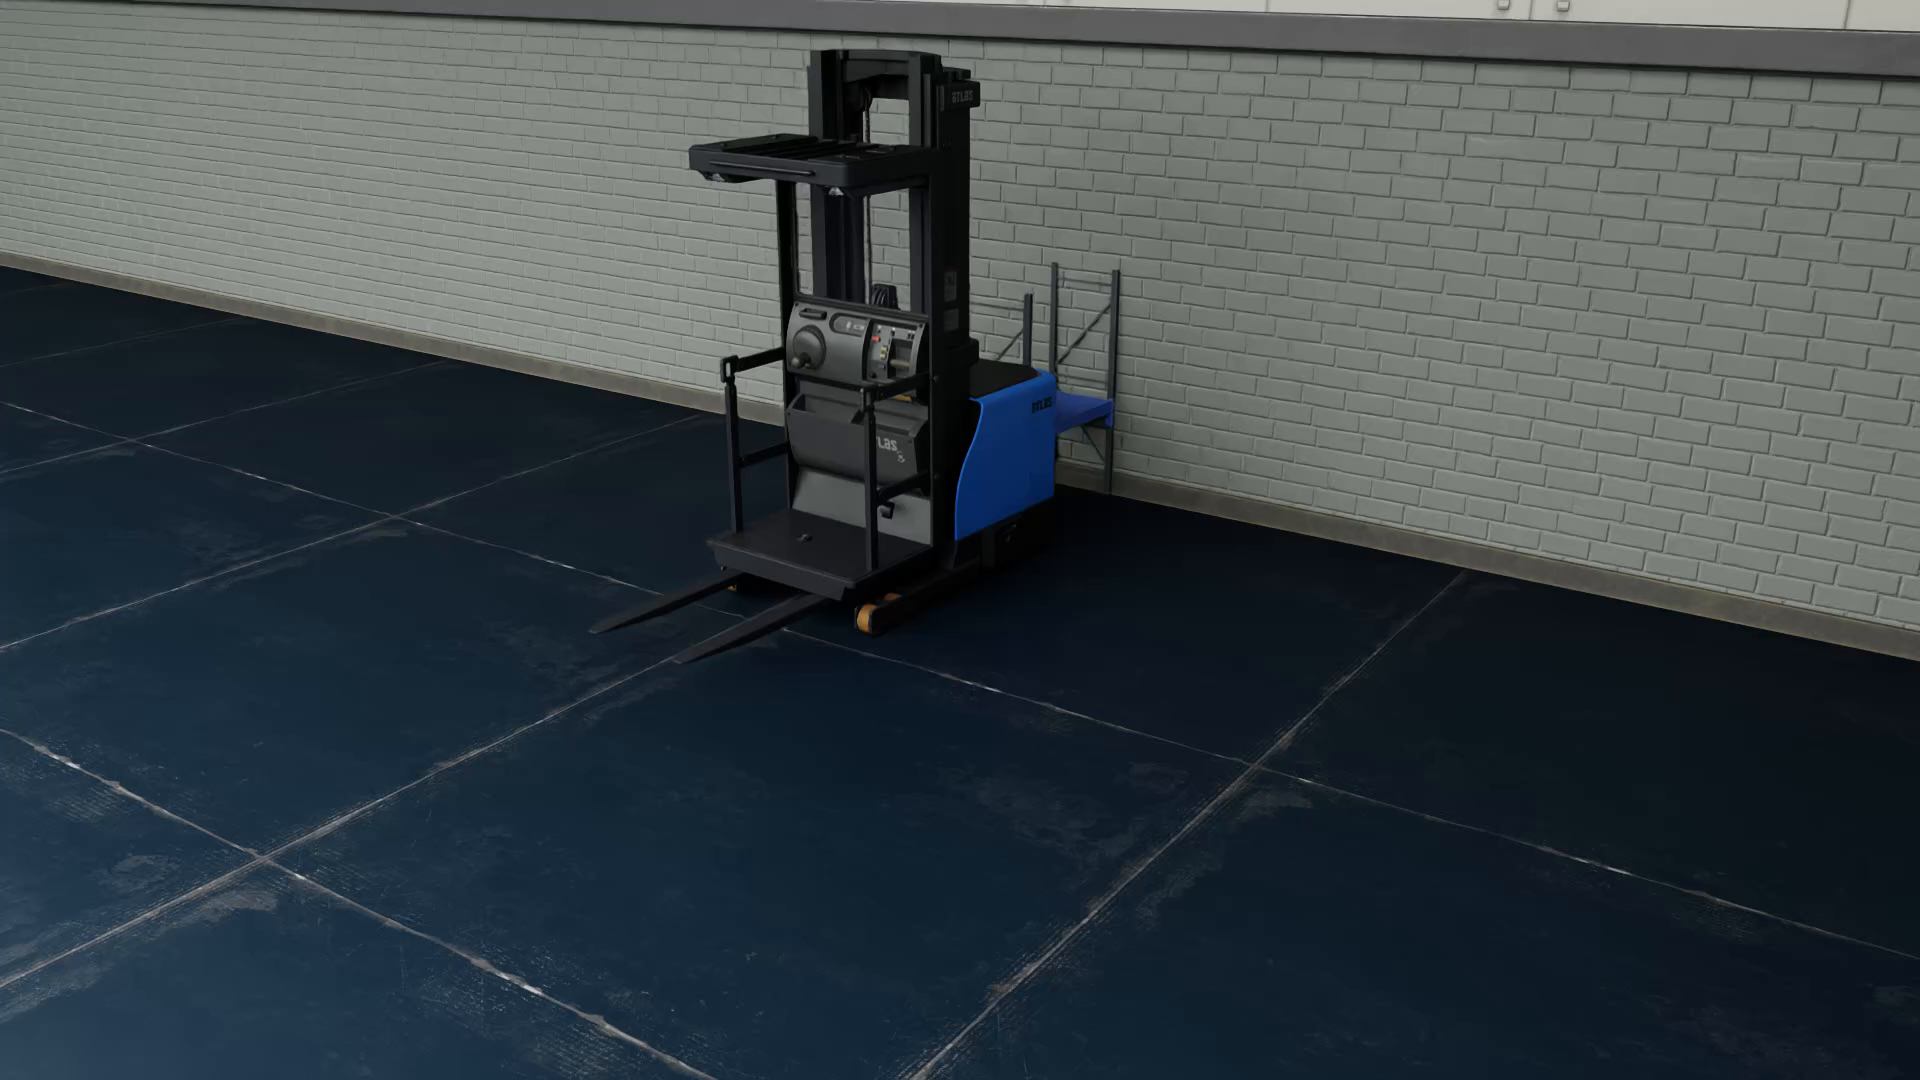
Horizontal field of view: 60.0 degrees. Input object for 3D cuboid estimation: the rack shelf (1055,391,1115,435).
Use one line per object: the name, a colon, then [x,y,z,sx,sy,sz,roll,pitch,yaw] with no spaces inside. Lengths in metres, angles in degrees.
rack shelf: [0.506,-0.756,10.639,0.538,0.185,1.000,14,23,33]

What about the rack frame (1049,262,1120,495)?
rack frame: [0.803,-1.060,10.970,0.500,1.500,0.032,14,23,33]

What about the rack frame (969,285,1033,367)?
rack frame: [0.212,-0.791,10.188,0.500,1.500,0.032,14,23,33]

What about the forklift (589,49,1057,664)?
forklift: [-0.700,-1.059,8.904,1.130,2.935,3.031,15,25,34]

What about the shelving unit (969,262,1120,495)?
shelving unit: [0.508,-0.925,10.579,0.538,1.500,1.048,14,23,33]
